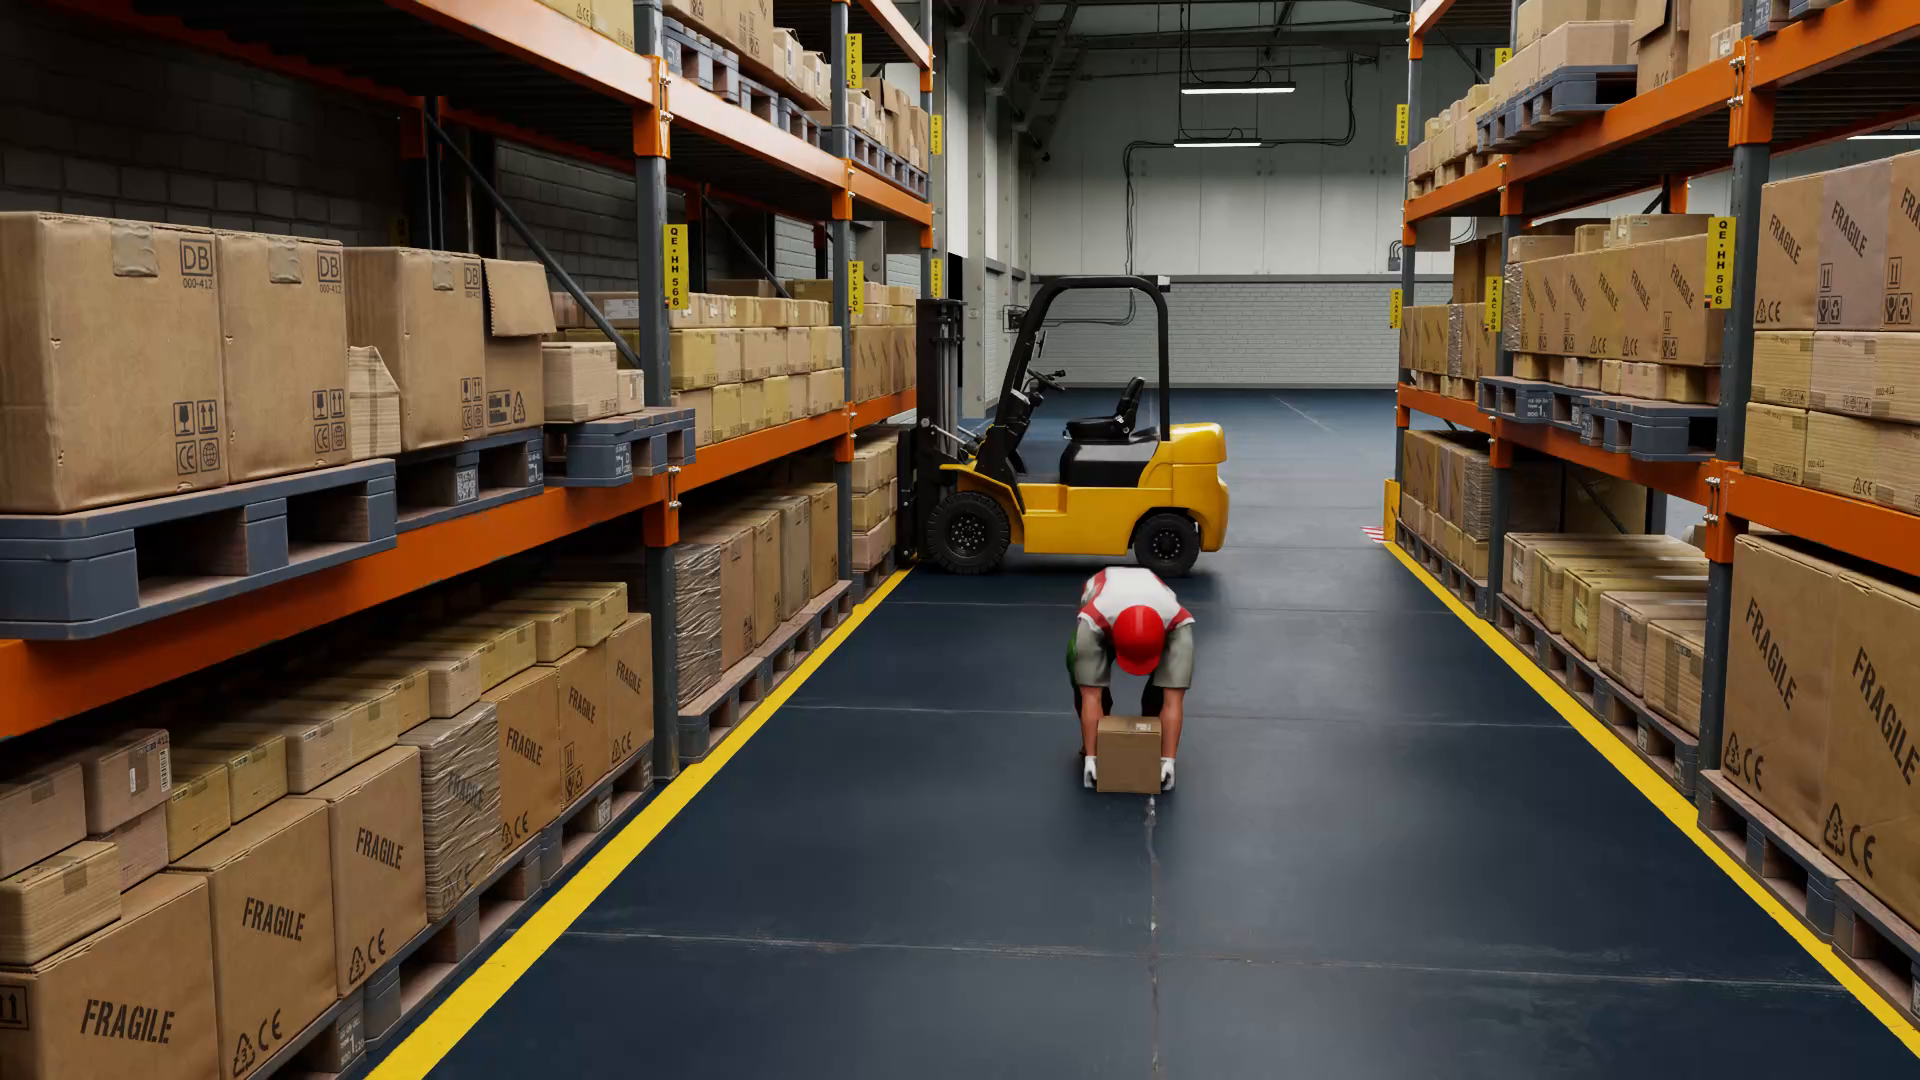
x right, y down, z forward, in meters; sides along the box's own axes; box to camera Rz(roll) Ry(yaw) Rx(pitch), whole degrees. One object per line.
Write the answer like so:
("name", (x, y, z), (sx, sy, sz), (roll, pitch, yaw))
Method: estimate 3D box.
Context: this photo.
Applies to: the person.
("person", (0.697, 0.551, 6.873), (0.519, 0.831, 0.966), (1, 8, 5))
